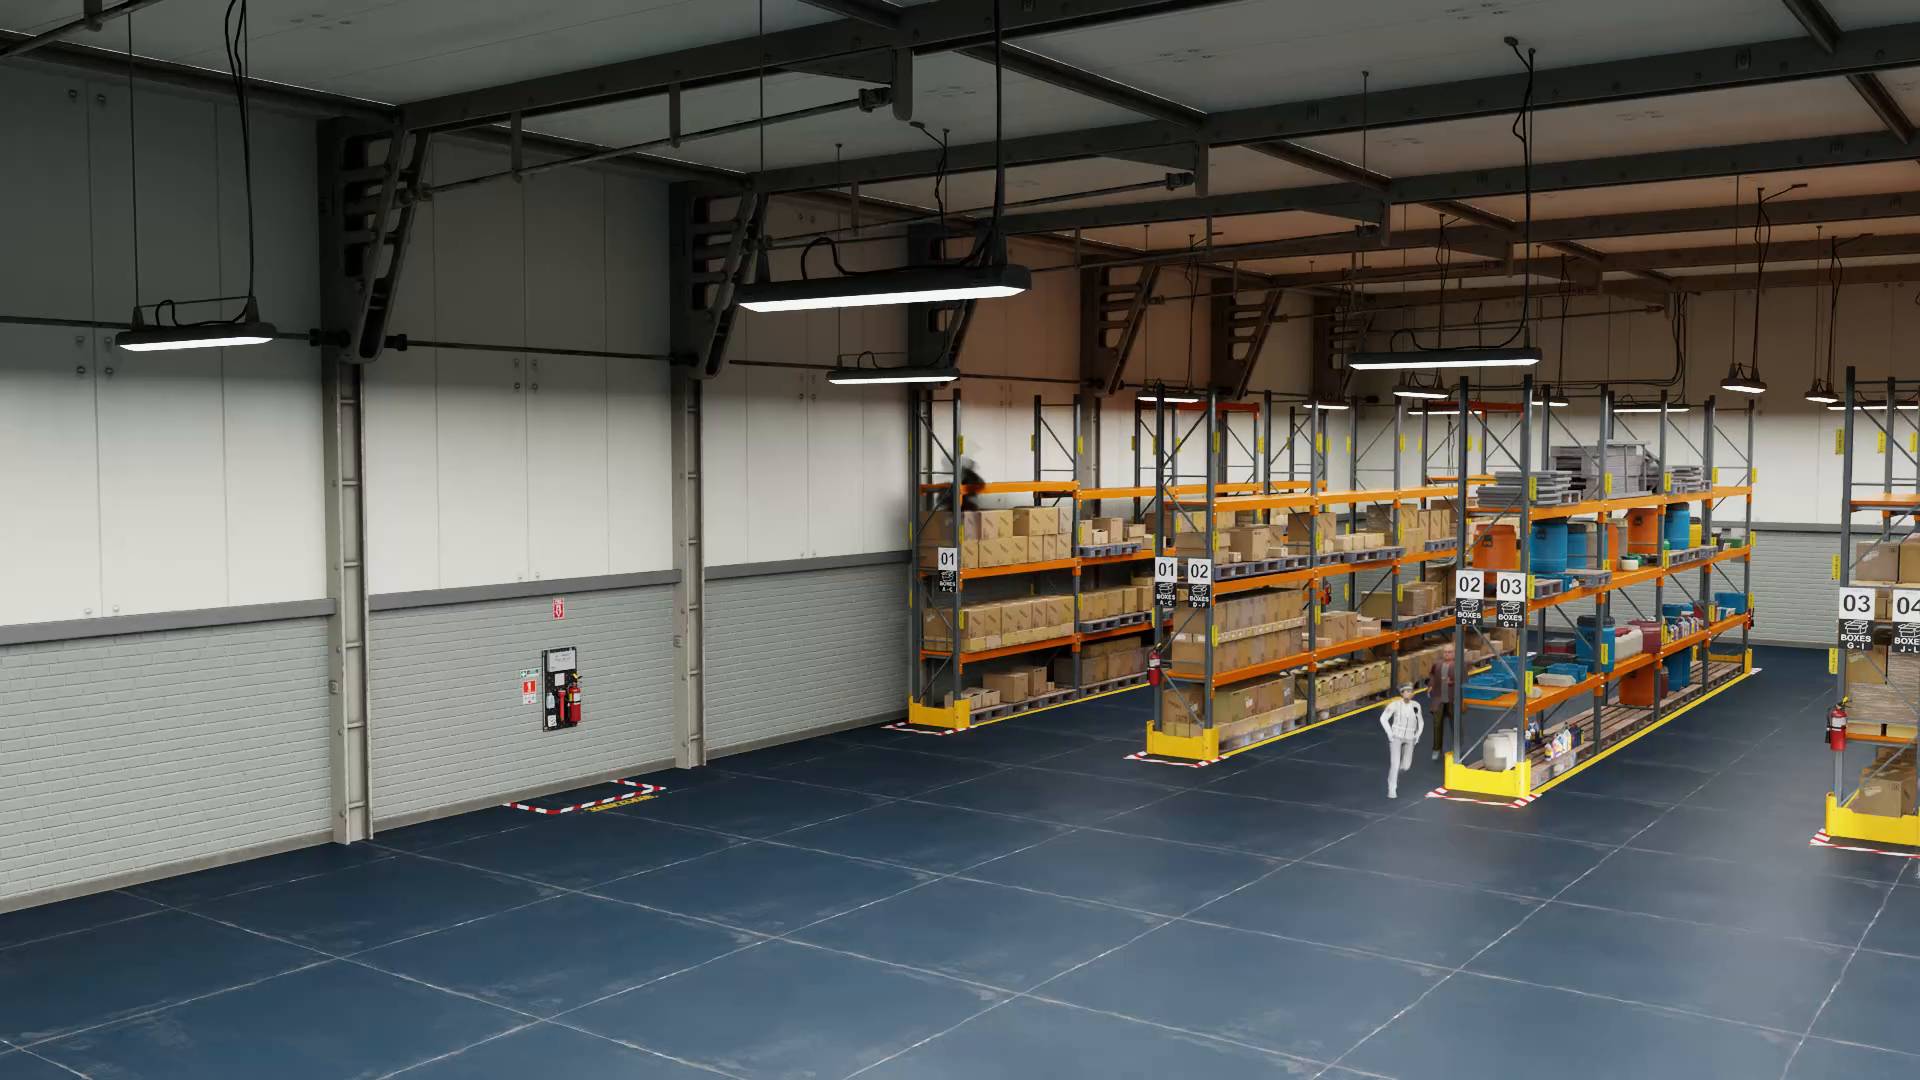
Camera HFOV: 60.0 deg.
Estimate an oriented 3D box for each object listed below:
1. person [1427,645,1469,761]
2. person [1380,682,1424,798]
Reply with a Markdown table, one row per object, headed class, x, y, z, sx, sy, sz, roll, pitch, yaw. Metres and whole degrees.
| class | x | y | z | sx | sy | sz | roll | pitch | yaw |
| --- | --- | --- | --- | --- | --- | --- | --- | --- | --- |
| person | 7.781 | 2.569 | 26.552 | 0.695 | 1.780 | 1.046 | 2 | 4 | 30 |
| person | 6.332 | 2.840 | 23.831 | 0.634 | 1.653 | 0.541 | 0 | 3 | 0 |
